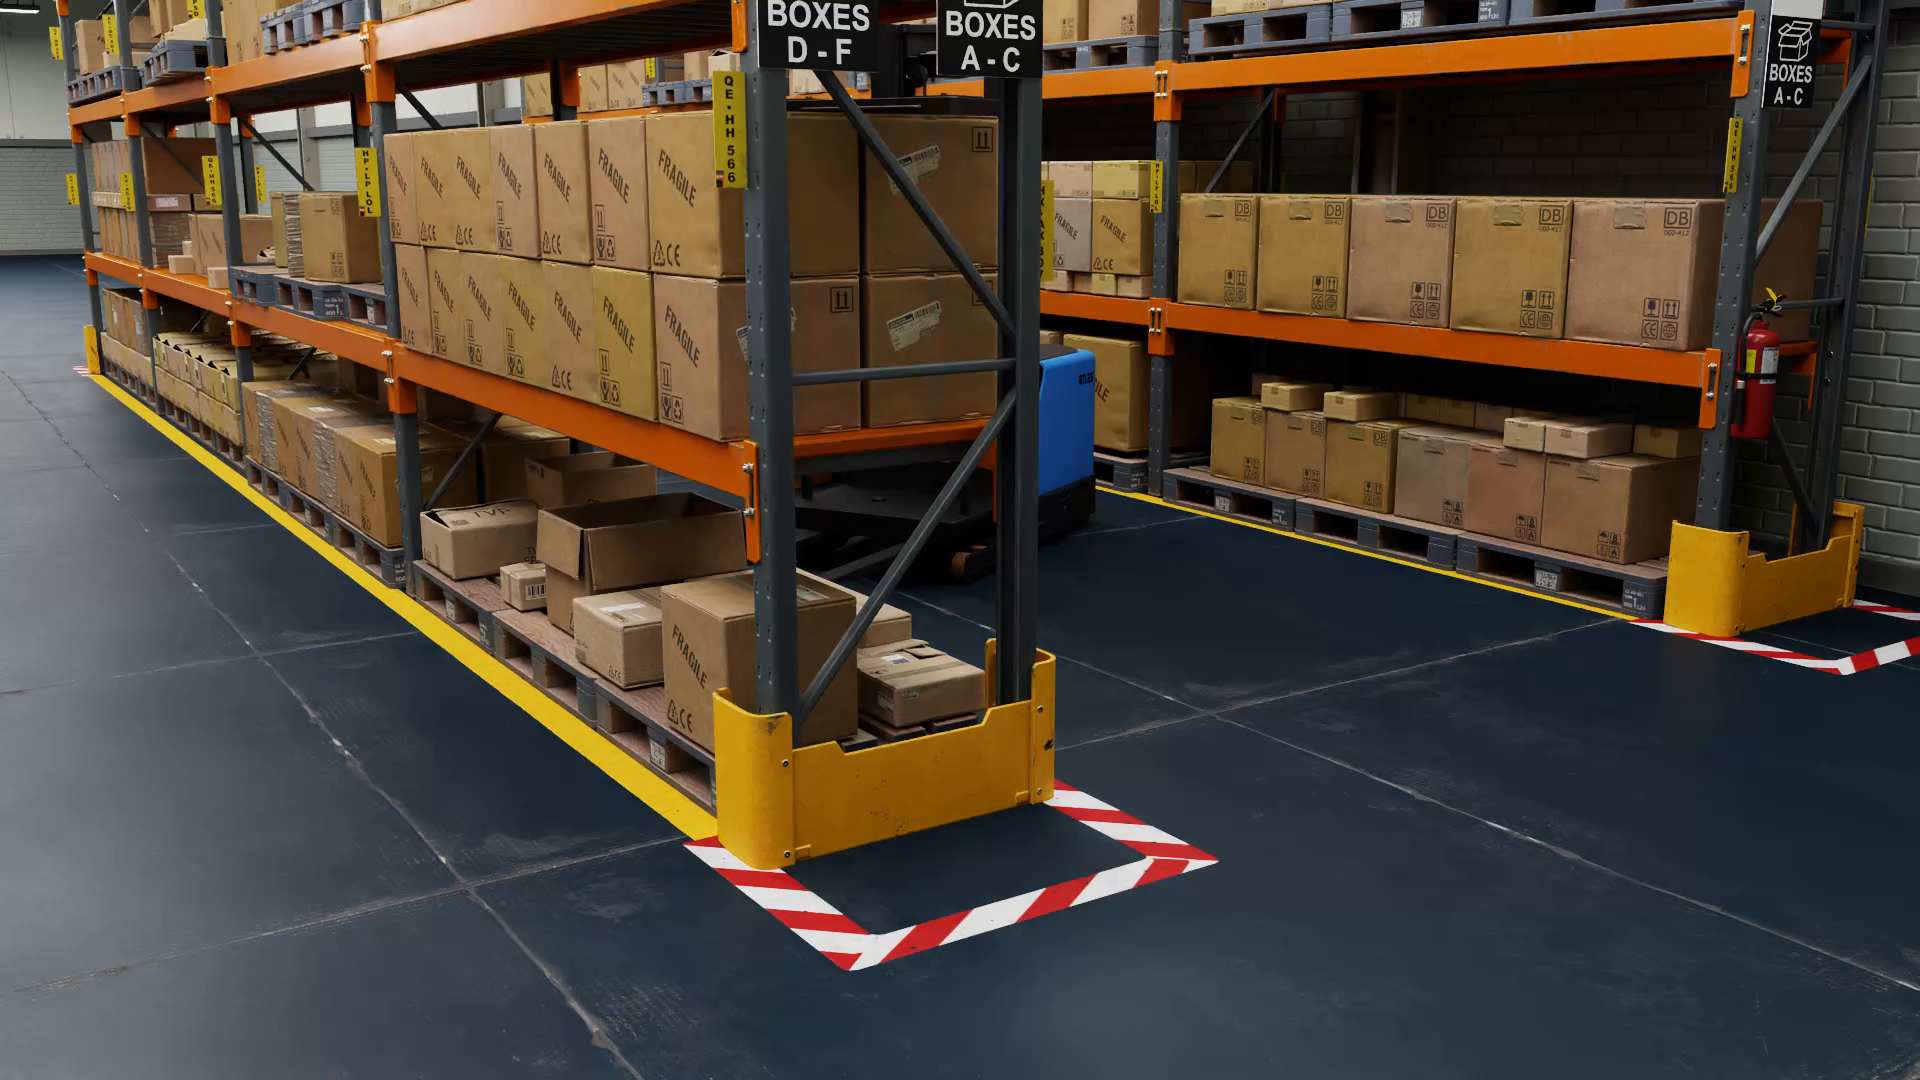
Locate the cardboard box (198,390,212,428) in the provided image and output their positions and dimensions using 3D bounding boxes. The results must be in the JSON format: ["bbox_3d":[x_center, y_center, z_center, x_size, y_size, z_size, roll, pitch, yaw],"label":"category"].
[{"bbox_3d":[-5.679,-1.050,13.096,0.500,0.250,0.500,-8,15,-31],"label":"cardboard box"}]

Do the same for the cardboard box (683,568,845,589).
[{"bbox_3d":[-0.807,0.300,6.873,0.500,0.250,0.500,-8,15,-33],"label":"cardboard box"}]

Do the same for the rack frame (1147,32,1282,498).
[{"bbox_3d":[1.718,-1.818,11.155,1.000,3.000,0.127,-8,15,-33],"label":"rack frame"}]

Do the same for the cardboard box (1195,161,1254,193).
[{"bbox_3d":[1.680,-2.501,11.545,0.500,0.250,0.500,-8,14,-31],"label":"cardboard box"}]

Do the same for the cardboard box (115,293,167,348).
[{"bbox_3d":[-8.112,-2.205,16.620,0.500,0.500,0.500,-8,15,-33],"label":"cardboard box"}]

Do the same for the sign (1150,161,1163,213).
[{"bbox_3d":[1.272,-2.279,10.738,0.100,0.325,0.005,-8,15,-33],"label":"sign"}]

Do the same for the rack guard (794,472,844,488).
[{"bbox_3d":[-1.008,-0.497,11.550,0.087,0.250,0.587,10,16,37],"label":"rack guard"}]

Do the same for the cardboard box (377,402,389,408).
[{"bbox_3d":[-3.324,-0.613,10.465,0.500,0.500,0.500,-9,15,-35],"label":"cardboard box"}]

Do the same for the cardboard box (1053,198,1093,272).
[{"bbox_3d":[0.962,-2.164,11.759,0.500,0.500,0.500,-8,15,-32],"label":"cardboard box"}]

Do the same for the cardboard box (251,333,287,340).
[{"bbox_3d":[-6.080,-1.660,14.572,0.500,0.311,0.500,-8,14,-31],"label":"cardboard box"}]

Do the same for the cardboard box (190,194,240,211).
[{"bbox_3d":[-6.824,-3.090,15.220,0.380,0.149,0.250,-8,15,-33],"label":"cardboard box"}]

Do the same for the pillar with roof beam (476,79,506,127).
[{"bbox_3d":[-10.731,-7.419,22.721,9.100,9.000,0.400,-8,15,-33],"label":"pillar with roof beam"}]

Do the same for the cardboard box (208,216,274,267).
[{"bbox_3d":[-5.563,-2.288,13.069,0.500,0.500,0.500,-9,15,-36],"label":"cardboard box"}]

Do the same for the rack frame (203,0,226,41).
[{"bbox_3d":[-4.620,-4.873,11.083,1.000,3.000,0.127,-8,15,-33],"label":"rack frame"}]

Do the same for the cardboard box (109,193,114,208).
[{"bbox_3d":[-8.299,-3.407,16.668,0.380,0.149,0.250,-8,15,-33],"label":"cardboard box"}]

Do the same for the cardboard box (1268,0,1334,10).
[{"bbox_3d":[2.152,-3.218,9.668,0.500,0.250,0.500,-8,15,-34],"label":"cardboard box"}]

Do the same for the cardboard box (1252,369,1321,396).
[{"bbox_3d":[2.132,-1.023,10.869,0.380,0.149,0.250,-8,15,-33],"label":"cardboard box"}]

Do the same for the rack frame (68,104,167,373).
[{"bbox_3d":[-9.052,-3.365,18.230,1.000,3.000,0.127,-8,15,-33],"label":"rack frame"}]

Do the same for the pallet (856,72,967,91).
[{"bbox_3d":[-0.097,-3.794,13.612,1.213,0.211,1.003,-7,14,-30],"label":"pallet"}]

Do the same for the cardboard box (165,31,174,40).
[{"bbox_3d":[-6.196,-4.043,13.676,0.500,0.250,0.500,-10,16,-38],"label":"cardboard box"}]

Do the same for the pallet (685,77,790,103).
[{"bbox_3d":[-1.884,-4.308,15.959,1.213,0.211,1.003,-8,15,-33],"label":"pallet"}]

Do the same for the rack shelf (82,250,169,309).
[{"bbox_3d":[-7.944,-2.658,16.680,1.077,0.370,4.000,-8,15,-33],"label":"rack shelf"}]

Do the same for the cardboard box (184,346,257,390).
[{"bbox_3d":[-5.962,-1.414,13.445,0.500,0.311,0.500,-8,14,-31],"label":"cardboard box"}]

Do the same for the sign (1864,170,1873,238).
[{"bbox_3d":[4.400,-1.633,8.096,0.100,0.325,0.005,-8,15,-33],"label":"sign"}]

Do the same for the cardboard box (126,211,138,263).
[{"bbox_3d":[-7.660,-2.964,16.159,0.700,0.500,0.500,-8,15,-32],"label":"cardboard box"}]

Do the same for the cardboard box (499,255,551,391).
[{"bbox_3d":[-1.504,-0.887,6.662,0.500,0.500,0.500,-8,15,-34],"label":"cardboard box"}]

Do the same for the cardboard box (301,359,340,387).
[{"bbox_3d":[-4.666,-1.206,12.497,0.500,0.311,0.500,-8,14,-31],"label":"cardboard box"}]

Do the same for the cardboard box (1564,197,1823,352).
[{"bbox_3d":[3.643,-1.343,8.279,0.980,0.700,0.700,-7,14,-30],"label":"cardboard box"}]

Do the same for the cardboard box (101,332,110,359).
[{"bbox_3d":[-8.940,-2.106,17.922,0.500,0.250,0.500,-8,15,-33],"label":"cardboard box"}]

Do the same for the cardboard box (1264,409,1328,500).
[{"bbox_3d":[2.323,-0.567,10.303,0.700,0.500,0.500,-8,15,-33],"label":"cardboard box"}]

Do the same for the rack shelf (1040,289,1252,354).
[{"bbox_3d":[0.610,-1.822,12.858,1.077,0.370,4.000,-8,15,-33],"label":"rack shelf"}]

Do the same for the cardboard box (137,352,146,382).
[{"bbox_3d":[-7.544,-1.663,15.896,0.500,0.250,0.500,-8,15,-33],"label":"cardboard box"}]

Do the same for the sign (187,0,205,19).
[{"bbox_3d":[-5.086,-3.635,11.046,0.100,0.325,0.005,-8,15,-33],"label":"sign"}]

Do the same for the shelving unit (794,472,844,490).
[{"bbox_3d":[-0.618,-1.041,11.113,1.083,1.500,0.587,10,16,37],"label":"shelving unit"}]

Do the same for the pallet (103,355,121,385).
[{"bbox_3d":[-8.594,-1.872,17.928,1.003,0.211,1.213,-8,15,-33],"label":"pallet"}]

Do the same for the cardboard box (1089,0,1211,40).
[{"bbox_3d":[1.322,-3.717,11.552,0.700,0.500,0.500,-9,15,-36],"label":"cardboard box"}]

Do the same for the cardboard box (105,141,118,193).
[{"bbox_3d":[-8.199,-3.772,16.816,0.700,0.500,0.500,-8,15,-33],"label":"cardboard box"}]

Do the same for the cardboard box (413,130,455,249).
[{"bbox_3d":[-2.091,-1.560,7.398,0.500,0.500,0.500,-9,15,-35],"label":"cardboard box"}]

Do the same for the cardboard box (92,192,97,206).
[{"bbox_3d":[-9.014,-3.636,17.714,0.380,0.149,0.250,-8,15,-33],"label":"cardboard box"}]

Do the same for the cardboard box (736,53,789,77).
[{"bbox_3d":[-1.795,-4.634,15.794,0.500,0.500,0.500,-9,15,-35],"label":"cardboard box"}]

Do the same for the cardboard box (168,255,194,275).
[{"bbox_3d":[-6.515,-2.349,14.172,0.380,0.149,0.250,-8,15,-33],"label":"cardboard box"}]

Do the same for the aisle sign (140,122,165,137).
[{"bbox_3d":[-8.844,-4.682,18.164,0.394,0.787,0.004,-8,15,-33],"label":"aisle sign"}]

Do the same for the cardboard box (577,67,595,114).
[{"bbox_3d":[-4.080,-5.103,18.873,0.500,0.500,0.500,-7,14,-29],"label":"cardboard box"}]

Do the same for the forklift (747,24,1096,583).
[{"bbox_3d":[-0.289,-1.314,9.009,1.130,2.935,3.031,6,14,27],"label":"forklift"}]

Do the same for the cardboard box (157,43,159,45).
[{"bbox_3d":[-7.195,-4.566,15.597,0.500,0.311,0.500,-9,15,-36],"label":"cardboard box"}]

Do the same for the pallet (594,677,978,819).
[{"bbox_3d":[-0.672,0.687,6.225,1.003,0.211,1.213,-8,15,-33],"label":"pallet"}]

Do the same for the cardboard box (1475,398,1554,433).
[{"bbox_3d":[3.138,-0.701,9.398,0.380,0.149,0.250,-8,15,-32],"label":"cardboard box"}]

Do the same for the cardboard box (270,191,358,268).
[{"bbox_3d":[-4.177,-2.098,11.217,0.500,0.500,0.700,9,15,36],"label":"cardboard box"}]

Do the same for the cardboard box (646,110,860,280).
[{"bbox_3d":[-0.663,-1.104,5.313,0.500,0.500,0.500,-8,15,-33],"label":"cardboard box"}]

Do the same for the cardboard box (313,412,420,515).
[{"bbox_3d":[-3.460,-0.457,9.751,0.500,0.500,0.500,-8,15,-32],"label":"cardboard box"}]

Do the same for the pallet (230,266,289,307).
[{"bbox_3d":[-4.186,-1.737,11.231,1.213,0.211,1.003,-8,15,-33],"label":"pallet"}]

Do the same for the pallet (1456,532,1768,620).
[{"bbox_3d":[3.426,0.123,8.807,1.003,0.211,1.213,-8,15,-33],"label":"pallet"}]

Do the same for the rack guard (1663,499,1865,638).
[{"bbox_3d":[3.948,0.119,8.149,1.175,0.500,0.348,-8,15,-33],"label":"rack guard"}]

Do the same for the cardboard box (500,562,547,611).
[{"bbox_3d":[-1.864,0.191,7.570,0.380,0.166,0.250,-8,15,-33],"label":"cardboard box"}]

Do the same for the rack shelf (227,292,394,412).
[{"bbox_3d":[-3.512,-1.235,10.174,1.077,0.370,4.000,-8,15,-33],"label":"rack shelf"}]

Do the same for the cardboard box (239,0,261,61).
[{"bbox_3d":[-4.068,-3.292,10.641,0.910,0.500,0.500,-8,15,-33],"label":"cardboard box"}]

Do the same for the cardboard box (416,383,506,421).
[{"bbox_3d":[-3.023,-0.884,9.949,0.500,0.250,0.500,-8,15,-33],"label":"cardboard box"}]

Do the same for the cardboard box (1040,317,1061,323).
[{"bbox_3d":[0.280,-1.382,13.208,0.750,0.750,0.750,-8,15,-33],"label":"cardboard box"}]

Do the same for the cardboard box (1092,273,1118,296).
[{"bbox_3d":[1.136,-1.774,11.493,0.380,0.149,0.250,-8,15,-32],"label":"cardboard box"}]

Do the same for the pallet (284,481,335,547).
[{"bbox_3d":[-3.566,-0.226,10.402,1.003,0.211,1.213,-8,15,-33],"label":"pallet"}]
